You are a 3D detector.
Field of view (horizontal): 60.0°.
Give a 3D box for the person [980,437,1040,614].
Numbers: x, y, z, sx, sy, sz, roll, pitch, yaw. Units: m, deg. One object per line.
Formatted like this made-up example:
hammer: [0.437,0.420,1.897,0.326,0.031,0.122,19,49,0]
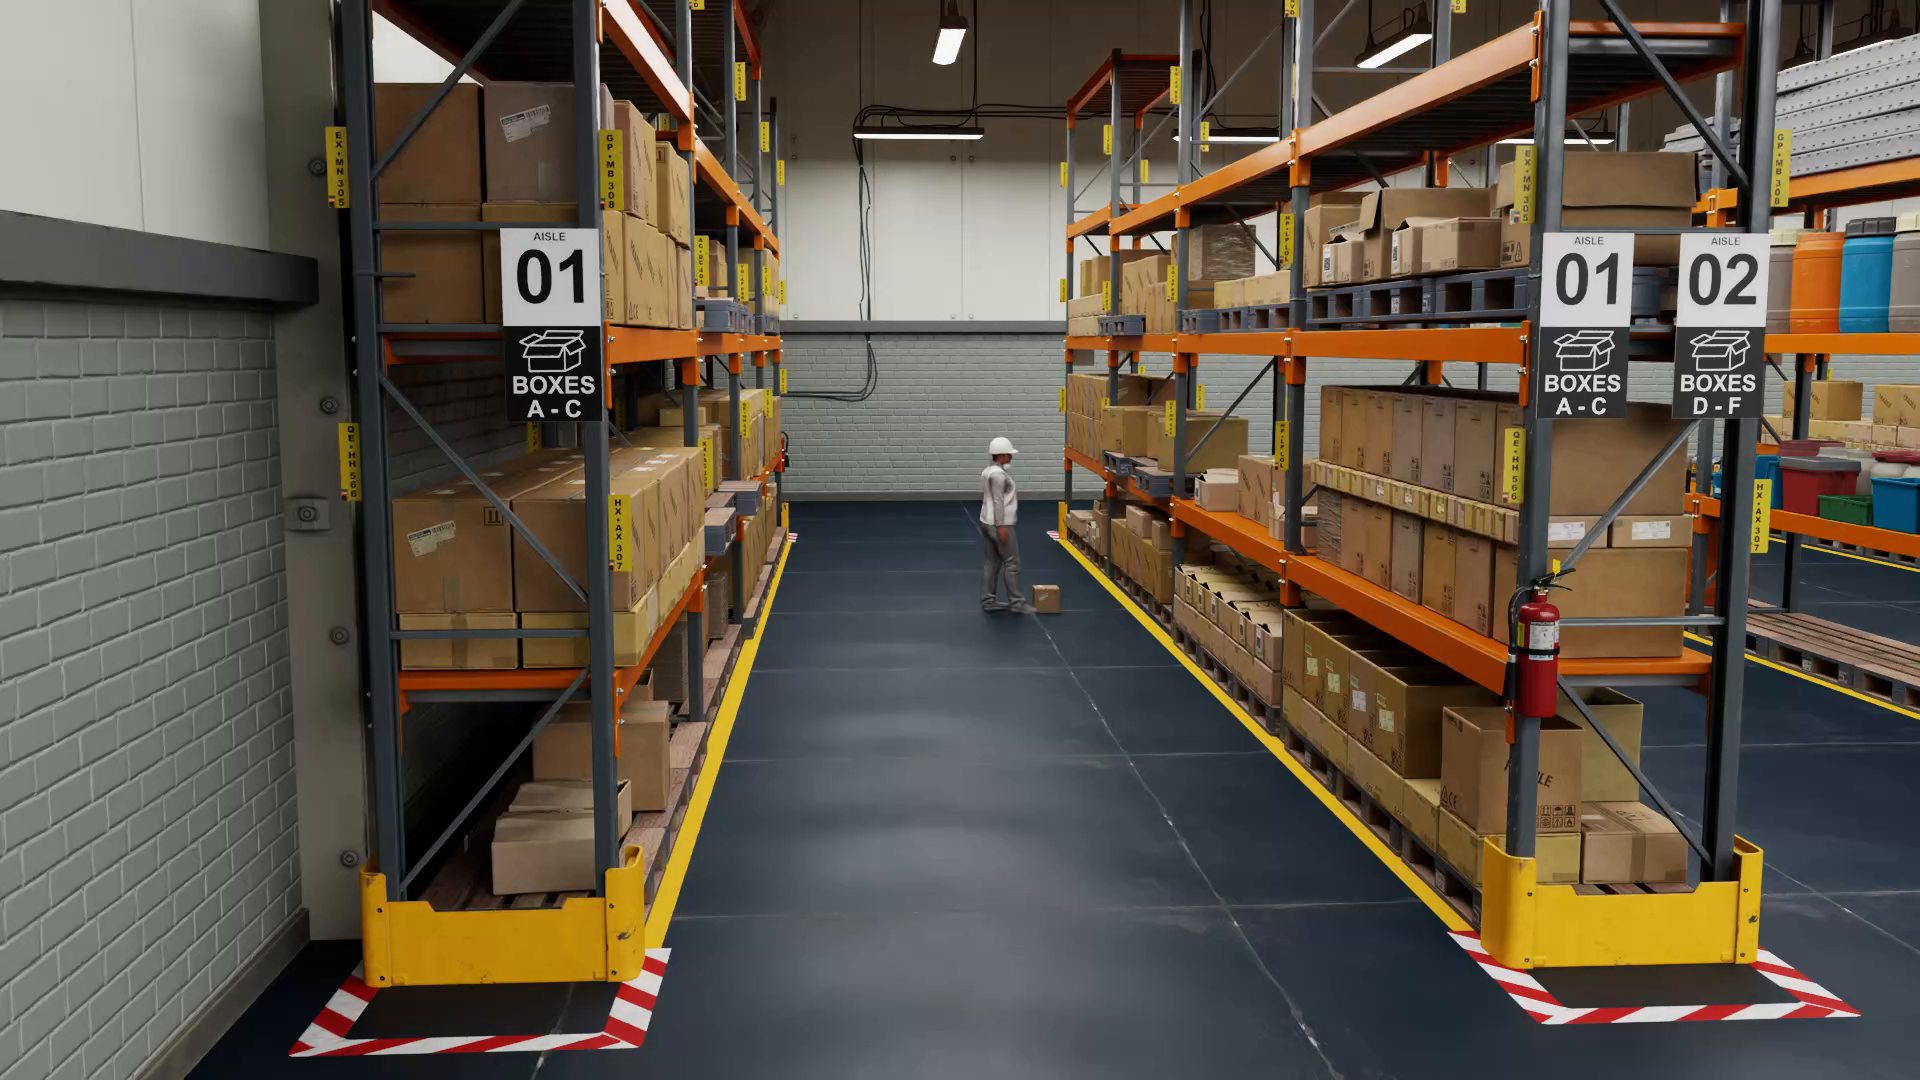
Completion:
person: [0.489,-0.154,16.902,0.572,1.783,0.573,-2,7,-15]
